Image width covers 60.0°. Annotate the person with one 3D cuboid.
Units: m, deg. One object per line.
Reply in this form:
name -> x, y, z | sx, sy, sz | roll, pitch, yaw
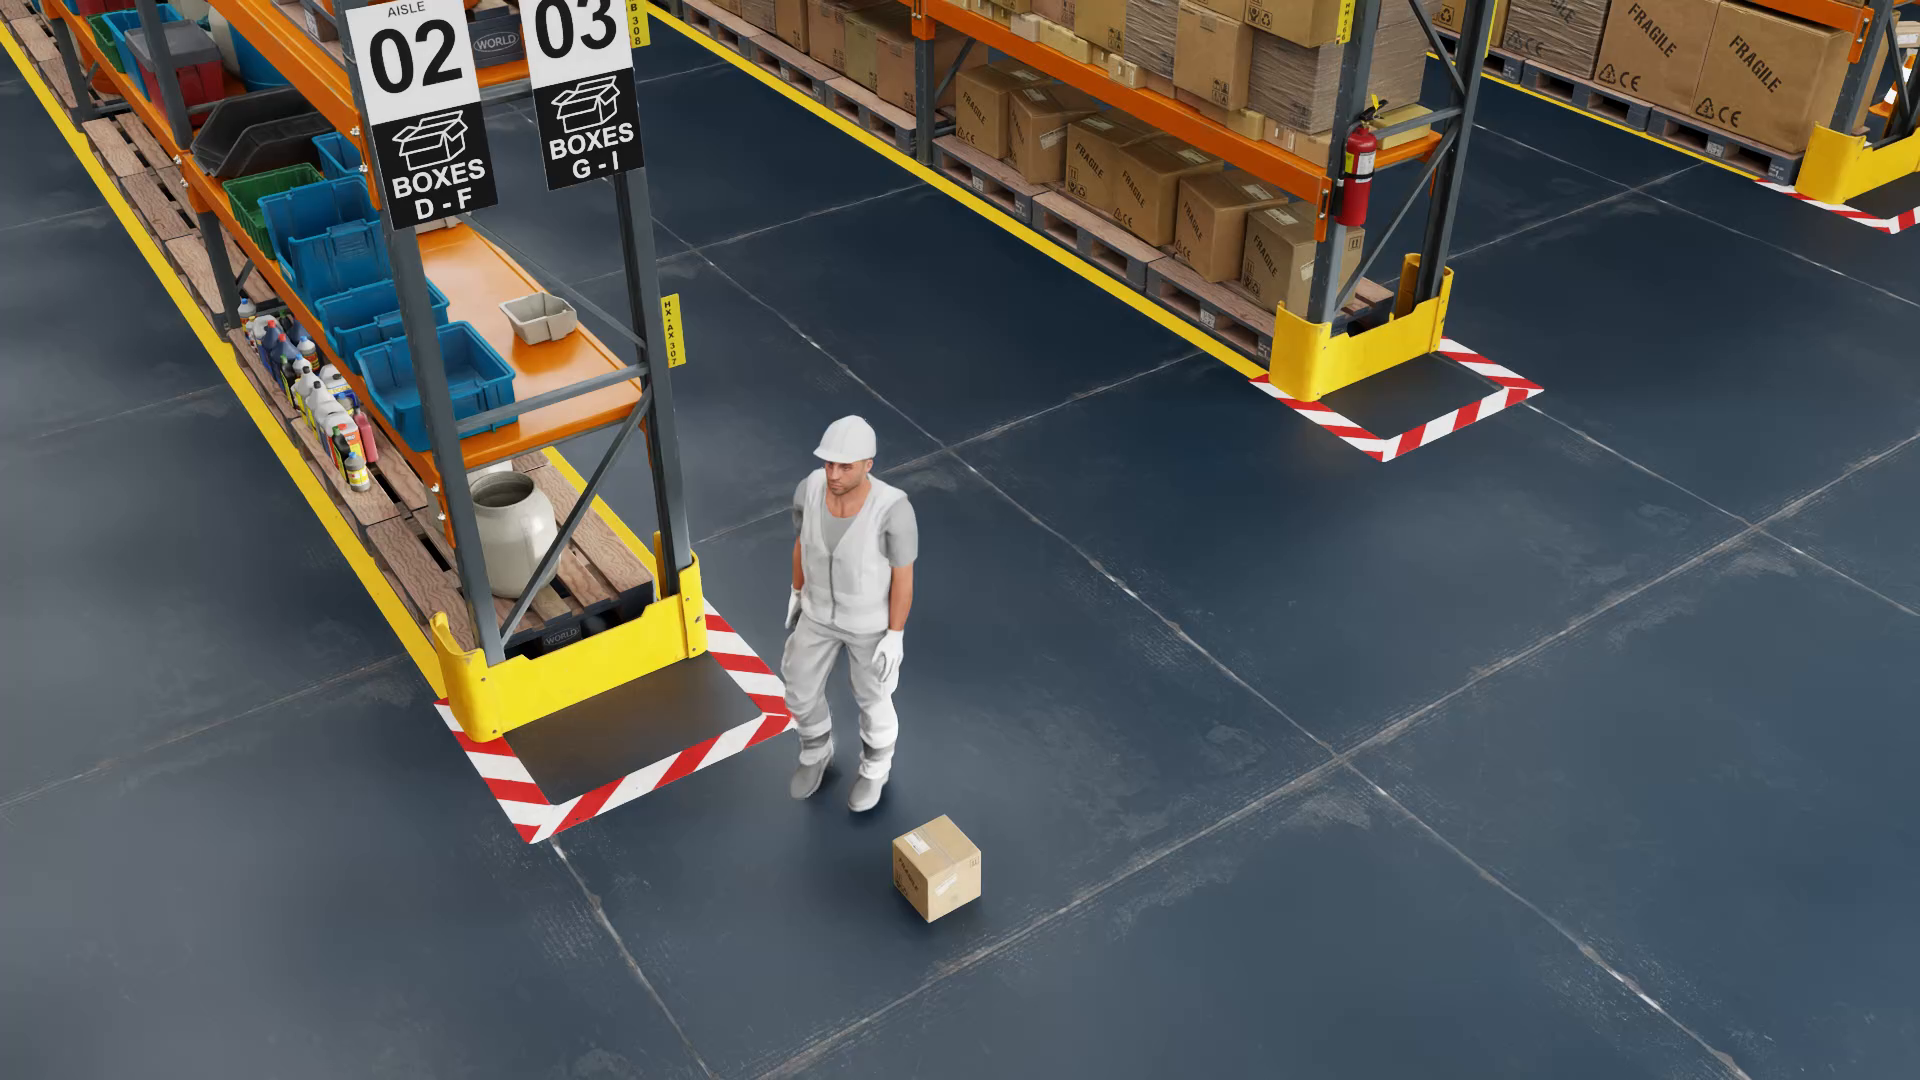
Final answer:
person -> -0.446, 0.327, 6.536 | 0.554, 1.823, 0.393 | 14, 38, 18
